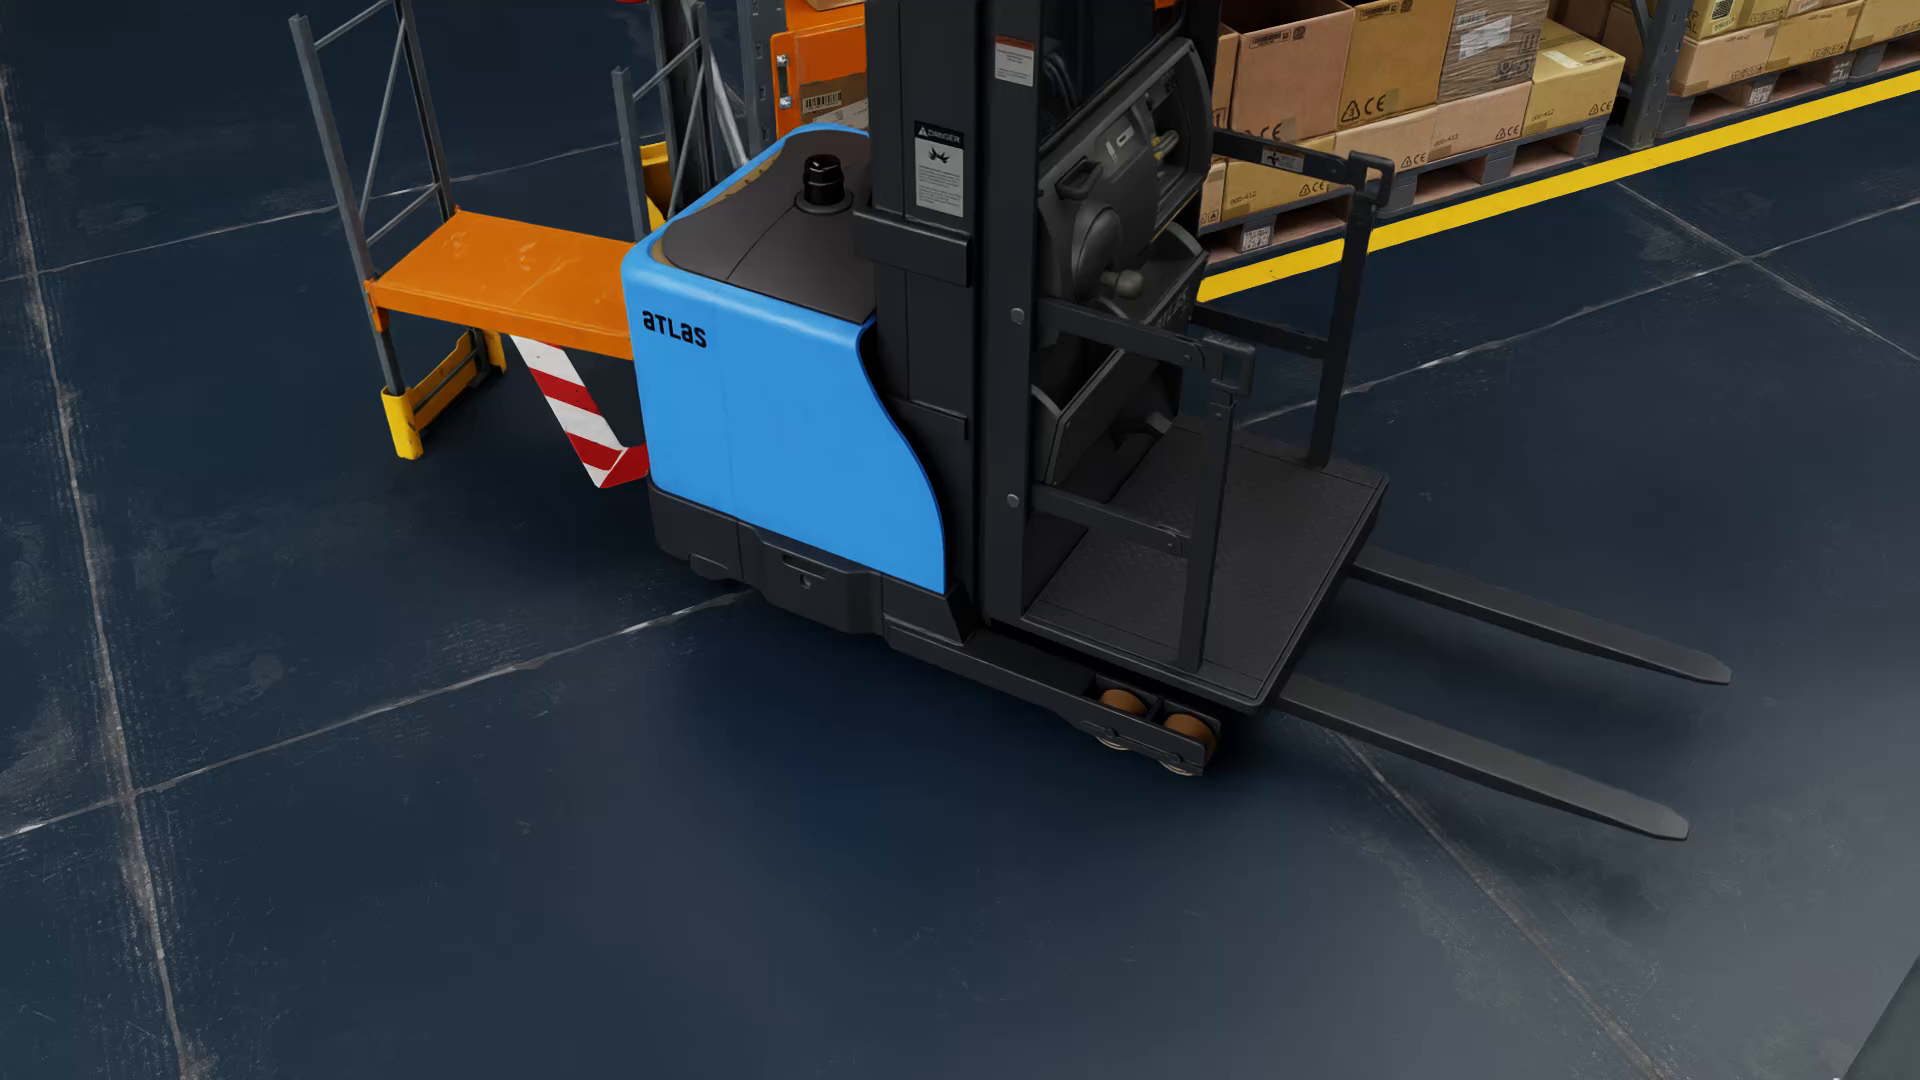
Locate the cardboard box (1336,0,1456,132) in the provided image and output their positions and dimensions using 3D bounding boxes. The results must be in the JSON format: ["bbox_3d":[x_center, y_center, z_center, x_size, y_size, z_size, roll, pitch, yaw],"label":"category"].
[{"bbox_3d":[1.543,-1.968,6.476,0.500,0.500,0.500,-19,44,-21],"label":"cardboard box"}]

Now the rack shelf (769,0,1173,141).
[{"bbox_3d":[0.970,-2.257,6.152,4.000,0.370,1.077,-19,44,-21],"label":"rack shelf"}]

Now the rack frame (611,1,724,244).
[{"bbox_3d":[-0.823,-0.811,5.047,0.032,1.500,0.500,13,42,15],"label":"rack frame"}]

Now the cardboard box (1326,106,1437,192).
[{"bbox_3d":[1.549,-1.675,6.710,0.500,0.250,0.500,-19,44,-21],"label":"cardboard box"}]

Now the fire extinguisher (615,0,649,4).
[{"bbox_3d":[-1.123,-2.137,5.512,0.183,0.674,0.296,-19,44,-21],"label":"fire extinguisher"}]

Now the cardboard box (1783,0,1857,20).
[{"bbox_3d":[3.672,-2.581,7.346,0.500,0.311,0.500,-19,44,-21],"label":"cardboard box"}]

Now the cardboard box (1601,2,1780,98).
[{"bbox_3d":[3.216,-2.218,7.352,0.500,0.250,0.500,-20,44,-22],"label":"cardboard box"}]

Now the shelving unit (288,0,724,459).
[{"bbox_3d":[-1.293,-0.919,5.175,1.083,1.500,0.587,13,42,15],"label":"shelving unit"}]

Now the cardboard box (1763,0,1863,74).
[{"bbox_3d":[3.670,-2.370,7.531,0.500,0.250,0.500,-18,43,-20],"label":"cardboard box"}]

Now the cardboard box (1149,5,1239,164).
[{"bbox_3d":[0.655,-1.672,6.126,0.500,0.500,0.500,-19,44,-21],"label":"cardboard box"}]

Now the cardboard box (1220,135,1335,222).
[{"bbox_3d":[1.106,-1.525,6.533,0.500,0.250,0.500,-19,44,-21],"label":"cardboard box"}]

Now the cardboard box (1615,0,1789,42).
[{"bbox_3d":[3.226,-2.434,7.173,0.500,0.311,0.500,-18,44,-20],"label":"cardboard box"}]

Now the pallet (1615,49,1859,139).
[{"bbox_3d":[3.379,-2.307,7.812,1.213,0.211,1.003,-19,44,-21],"label":"pallet"}]

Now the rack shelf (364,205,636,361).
[{"bbox_3d":[-1.301,-0.784,5.294,1.000,0.185,0.538,13,42,15],"label":"rack shelf"}]

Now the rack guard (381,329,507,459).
[{"bbox_3d":[-1.762,-0.550,5.707,0.087,0.250,0.587,13,42,15],"label":"rack guard"}]

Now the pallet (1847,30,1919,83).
[{"bbox_3d":[4.463,-2.674,8.245,1.213,0.211,1.003,-19,44,-21],"label":"pallet"}]

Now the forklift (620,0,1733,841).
[{"bbox_3d":[0.599,-0.878,4.019,3.031,2.935,1.130,20,44,22],"label":"forklift"}]

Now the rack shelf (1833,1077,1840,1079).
[{"bbox_3d":[3.255,0.582,2.798,4.000,0.370,1.077,-19,44,-21],"label":"rack shelf"}]

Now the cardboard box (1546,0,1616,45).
[{"bbox_3d":[2.978,-2.530,7.720,0.500,0.250,0.500,-19,44,-21],"label":"cardboard box"}]

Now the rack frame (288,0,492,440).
[{"bbox_3d":[-1.780,-1.032,5.308,0.032,1.500,0.500,13,42,15],"label":"rack frame"}]

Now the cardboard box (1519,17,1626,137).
[{"bbox_3d":[2.434,-1.976,7.066,0.500,0.250,0.500,-19,44,-21],"label":"cardboard box"}]

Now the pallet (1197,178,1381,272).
[{"bbox_3d":[0.936,-1.485,6.840,1.213,0.211,1.003,-19,44,-21],"label":"pallet"}]

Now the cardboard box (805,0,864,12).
[{"bbox_3d":[-0.384,-2.105,5.338,0.500,0.500,0.700,-19,44,-21],"label":"cardboard box"}]

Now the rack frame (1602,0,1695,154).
[{"bbox_3d":[2.744,-3.129,6.625,0.127,3.000,1.000,-19,44,-21],"label":"rack frame"}]

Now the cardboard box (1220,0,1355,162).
[{"bbox_3d":[1.106,-1.811,6.290,0.500,0.500,0.500,-19,44,-21],"label":"cardboard box"}]

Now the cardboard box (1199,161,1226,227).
[{"bbox_3d":[0.660,-1.379,6.360,0.500,0.250,0.500,-19,44,-21],"label":"cardboard box"}]

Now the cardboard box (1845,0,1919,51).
[{"bbox_3d":[4.128,-2.526,7.716,0.500,0.250,0.500,-20,44,-22],"label":"cardboard box"}]

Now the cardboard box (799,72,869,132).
[{"bbox_3d":[-0.465,-1.663,6.115,0.500,0.500,0.500,-19,44,-21],"label":"cardboard box"}]

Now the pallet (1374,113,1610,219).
[{"bbox_3d":[2.019,-1.851,7.274,1.213,0.211,1.003,-19,44,-21],"label":"pallet"}]

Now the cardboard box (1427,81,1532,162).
[{"bbox_3d":[1.986,-1.833,6.896,0.500,0.250,0.500,-19,44,-21],"label":"cardboard box"}]

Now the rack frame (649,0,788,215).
[{"bbox_3d":[-0.804,-1.935,5.214,0.127,3.000,1.000,-19,44,-21],"label":"rack frame"}]

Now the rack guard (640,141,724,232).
[{"bbox_3d":[-0.825,-0.974,6.014,0.348,0.500,1.175,-19,44,-21],"label":"rack guard"}]

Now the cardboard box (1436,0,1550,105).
[{"bbox_3d":[1.985,-2.120,6.655,0.500,0.500,0.500,-19,44,-21],"label":"cardboard box"}]
